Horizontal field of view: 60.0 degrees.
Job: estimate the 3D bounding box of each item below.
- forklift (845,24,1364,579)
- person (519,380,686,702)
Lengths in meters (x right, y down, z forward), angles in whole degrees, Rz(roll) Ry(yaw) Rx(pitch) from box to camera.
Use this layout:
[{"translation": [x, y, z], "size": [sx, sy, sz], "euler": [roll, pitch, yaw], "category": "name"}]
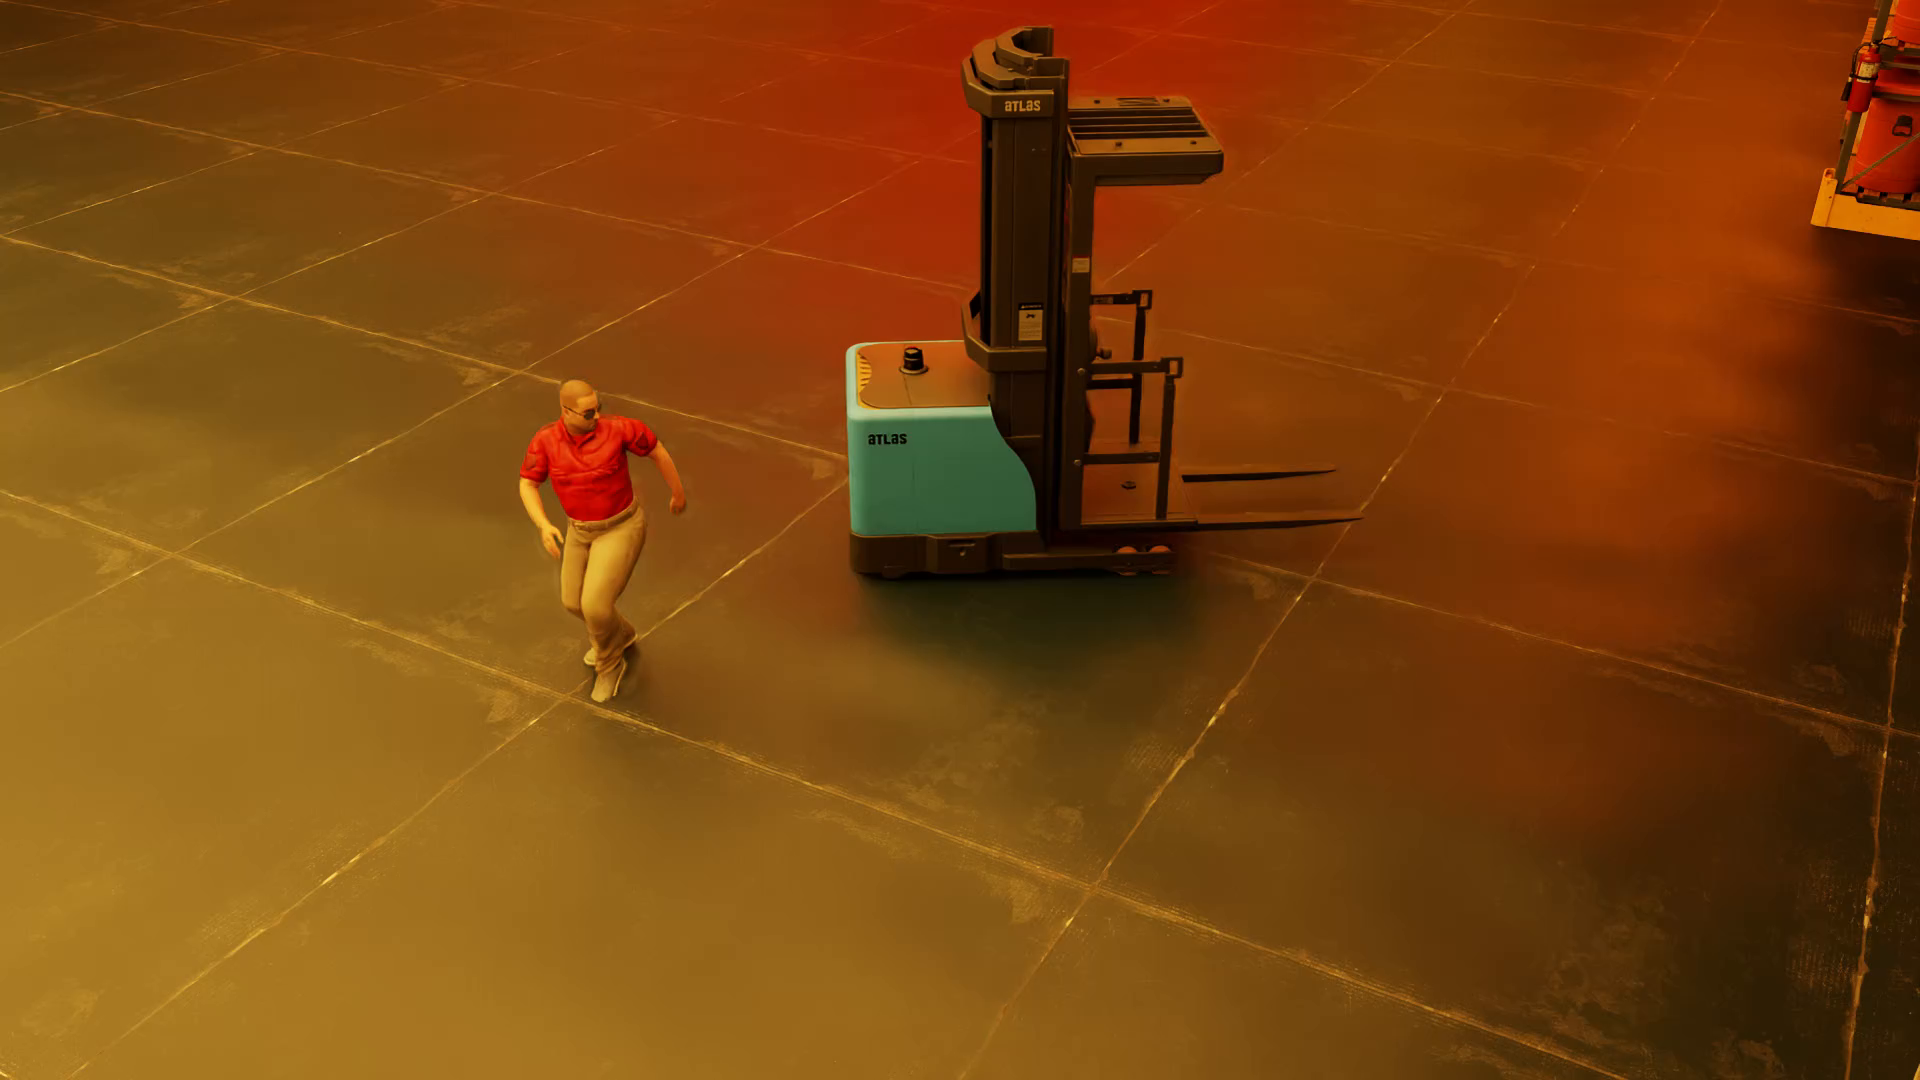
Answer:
[{"translation": [0.850, -1.324, 9.365], "size": [3.031, 2.935, 1.130], "euler": [-2, 30, -3], "category": "forklift"}, {"translation": [-1.841, -0.028, 8.462], "size": [0.631, 1.739, 0.798], "euler": [12, 32, 20], "category": "person"}]
